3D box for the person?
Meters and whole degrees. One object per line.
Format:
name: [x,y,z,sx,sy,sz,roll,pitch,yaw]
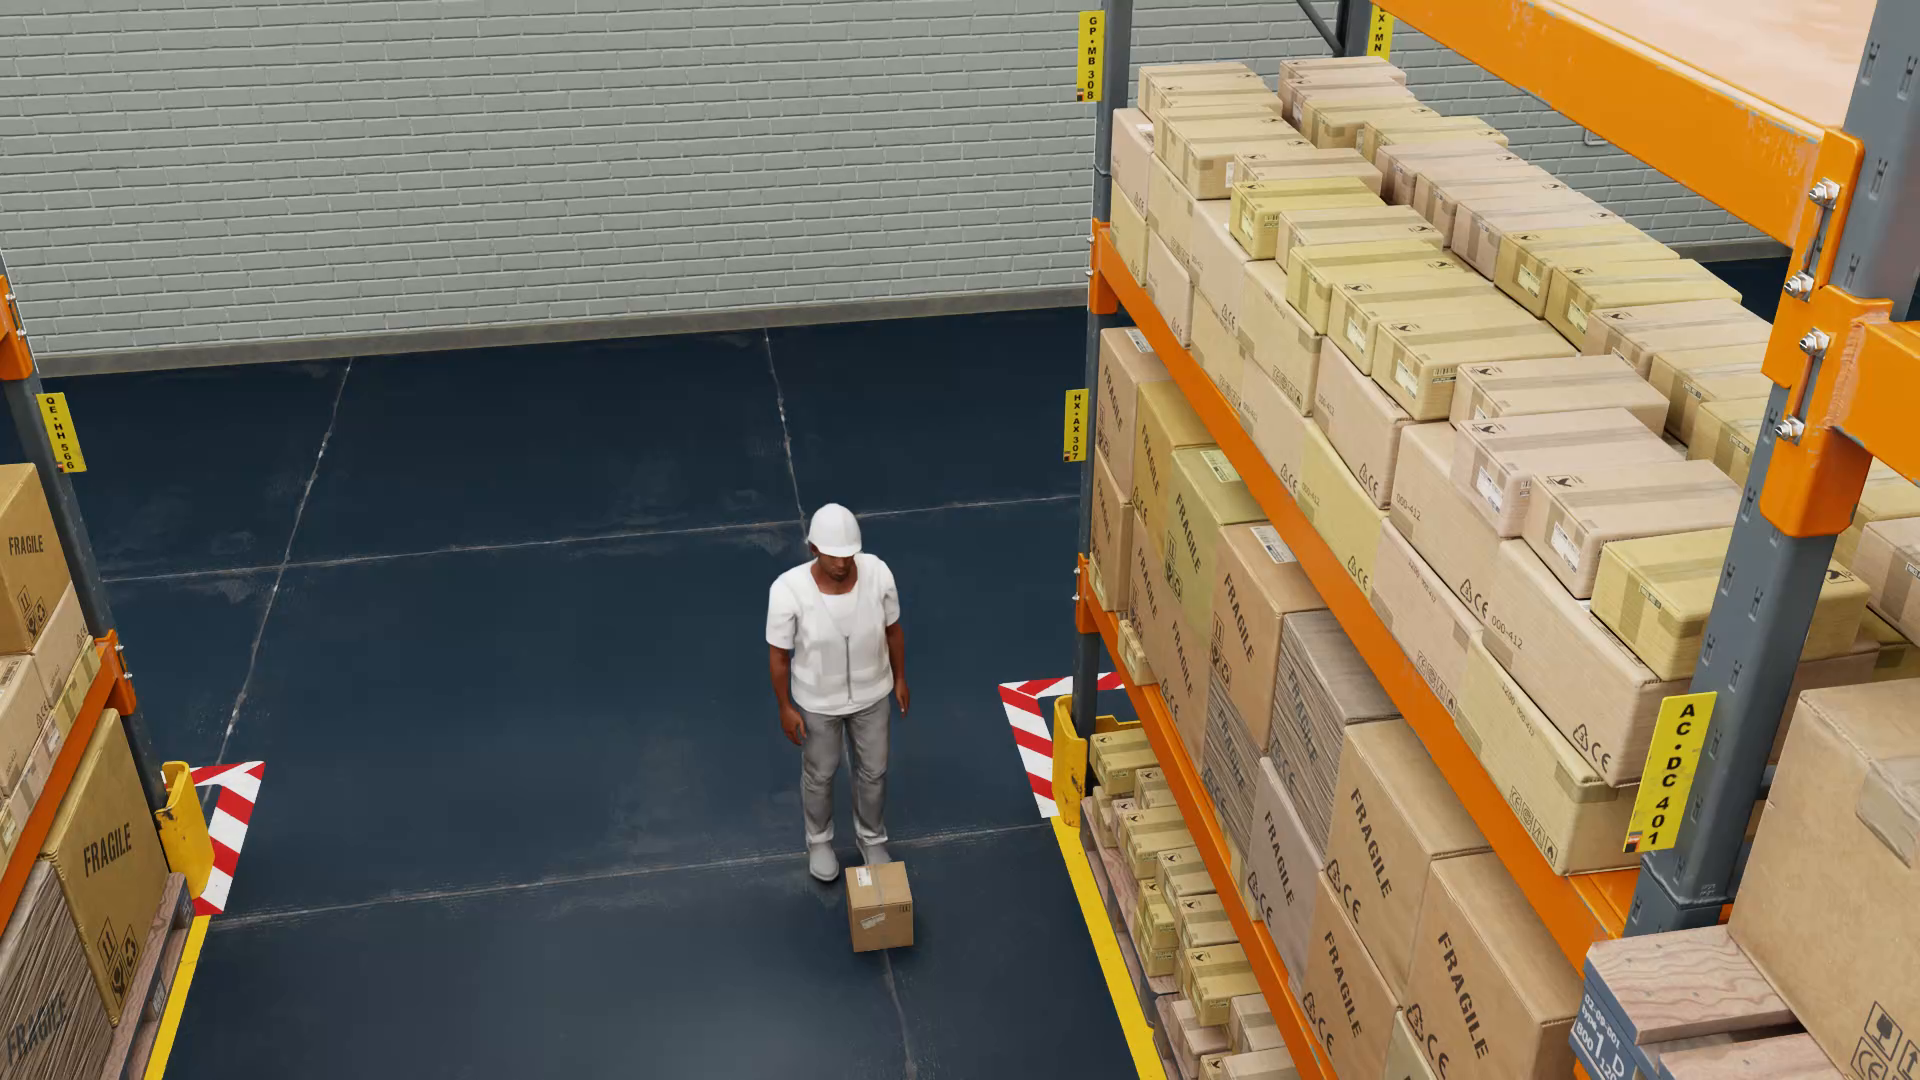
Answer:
person: [-0.486,0.672,6.978,0.596,1.806,0.403,-9,32,-15]
